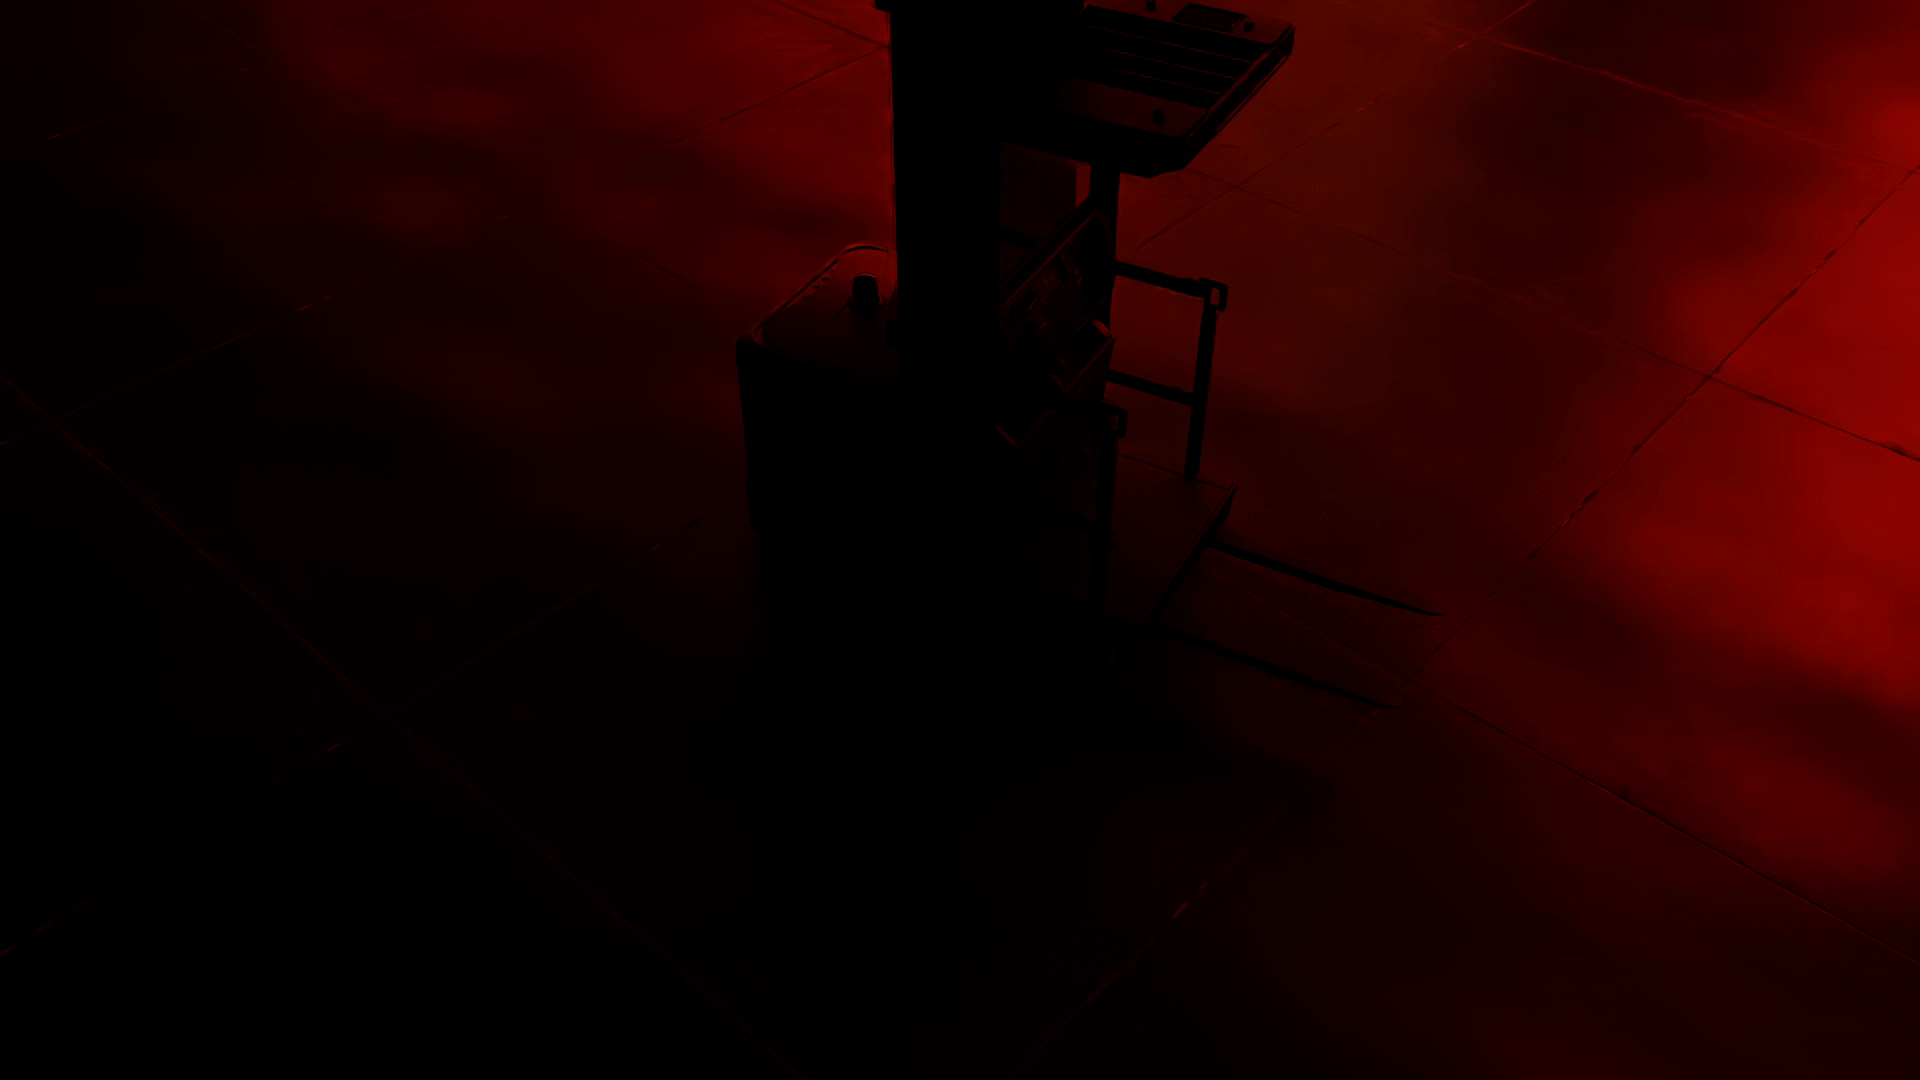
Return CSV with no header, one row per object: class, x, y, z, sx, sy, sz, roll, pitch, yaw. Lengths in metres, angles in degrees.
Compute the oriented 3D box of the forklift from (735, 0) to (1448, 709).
forklift,0.570,-0.946,6.531,3.031,2.935,1.130,20,44,22
